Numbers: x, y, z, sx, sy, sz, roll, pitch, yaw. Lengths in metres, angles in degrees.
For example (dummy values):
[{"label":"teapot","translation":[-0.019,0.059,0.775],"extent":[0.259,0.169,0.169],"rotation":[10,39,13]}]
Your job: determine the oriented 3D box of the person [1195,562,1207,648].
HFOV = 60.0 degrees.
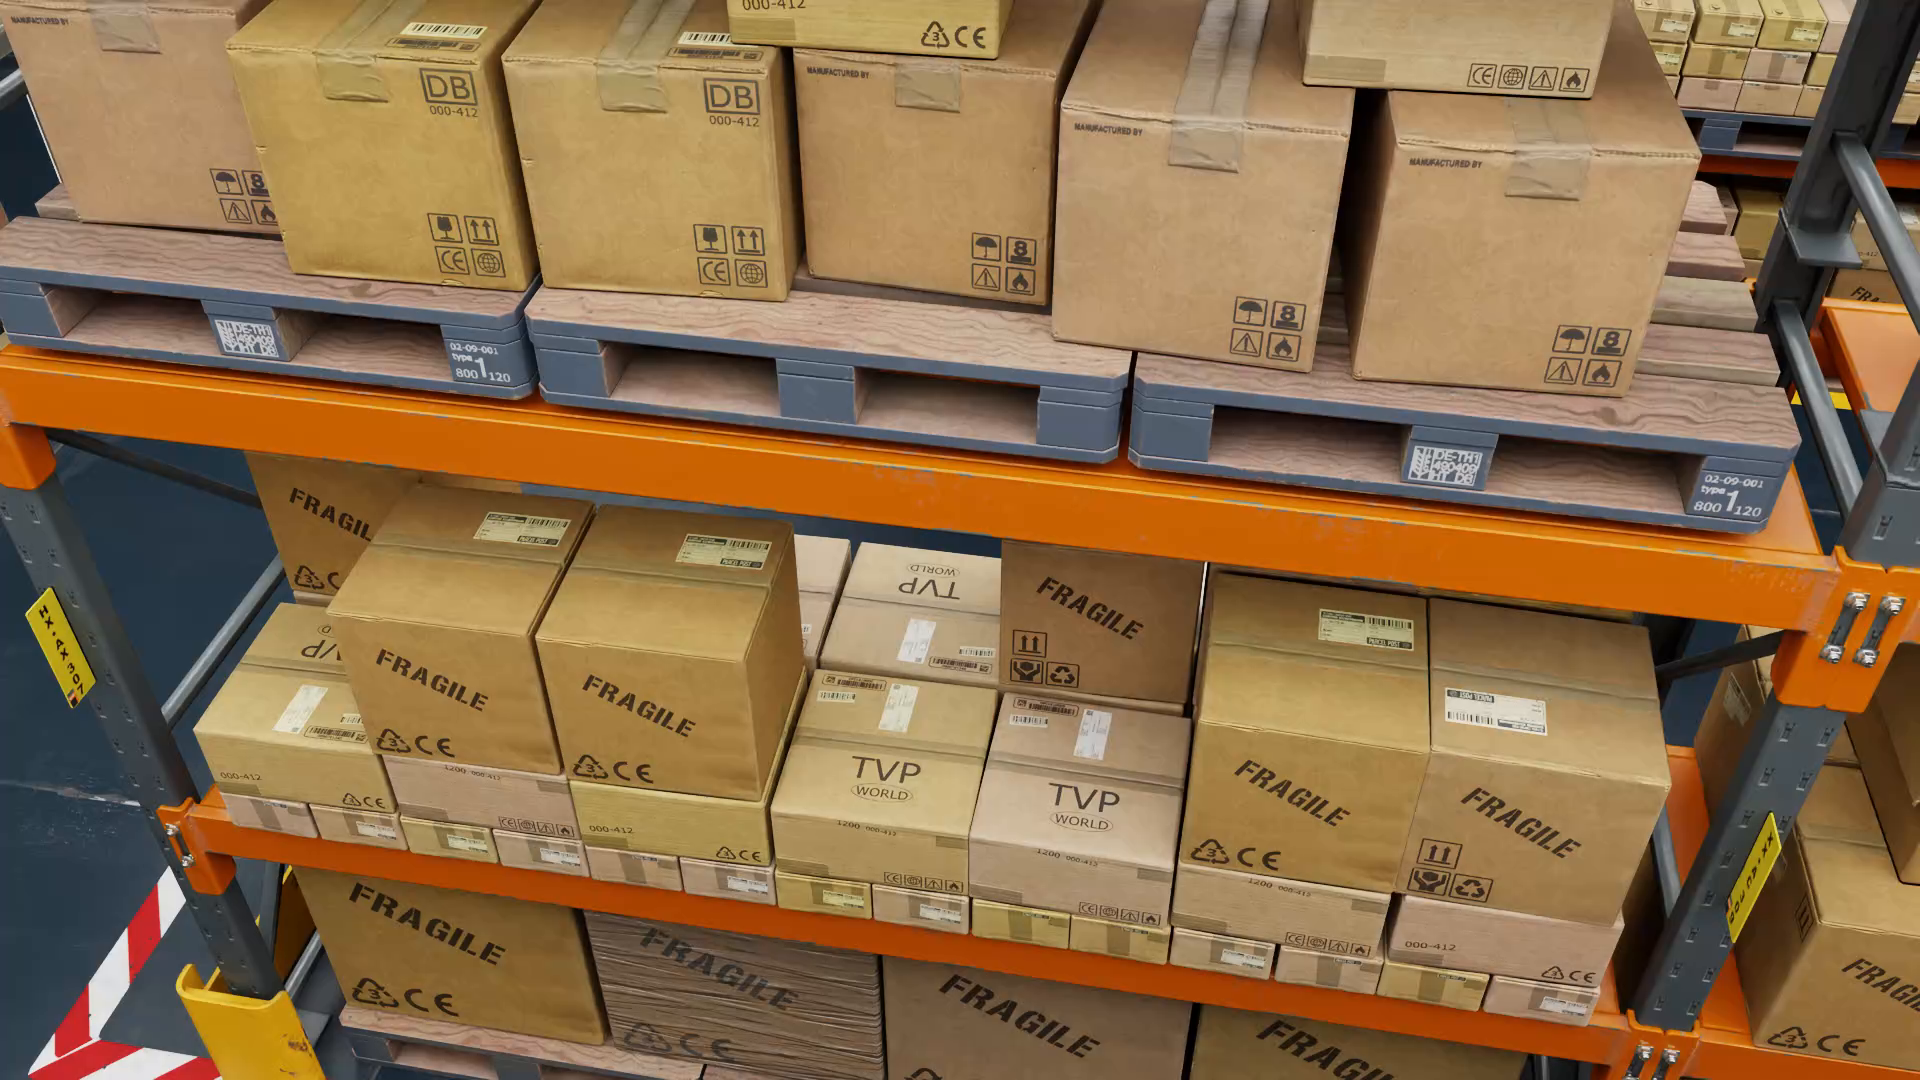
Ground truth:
[{"label":"person","translation":[0.726,0.364,6.263],"extent":[0.997,1.054,0.495],"rotation":[5,40,6]}]
